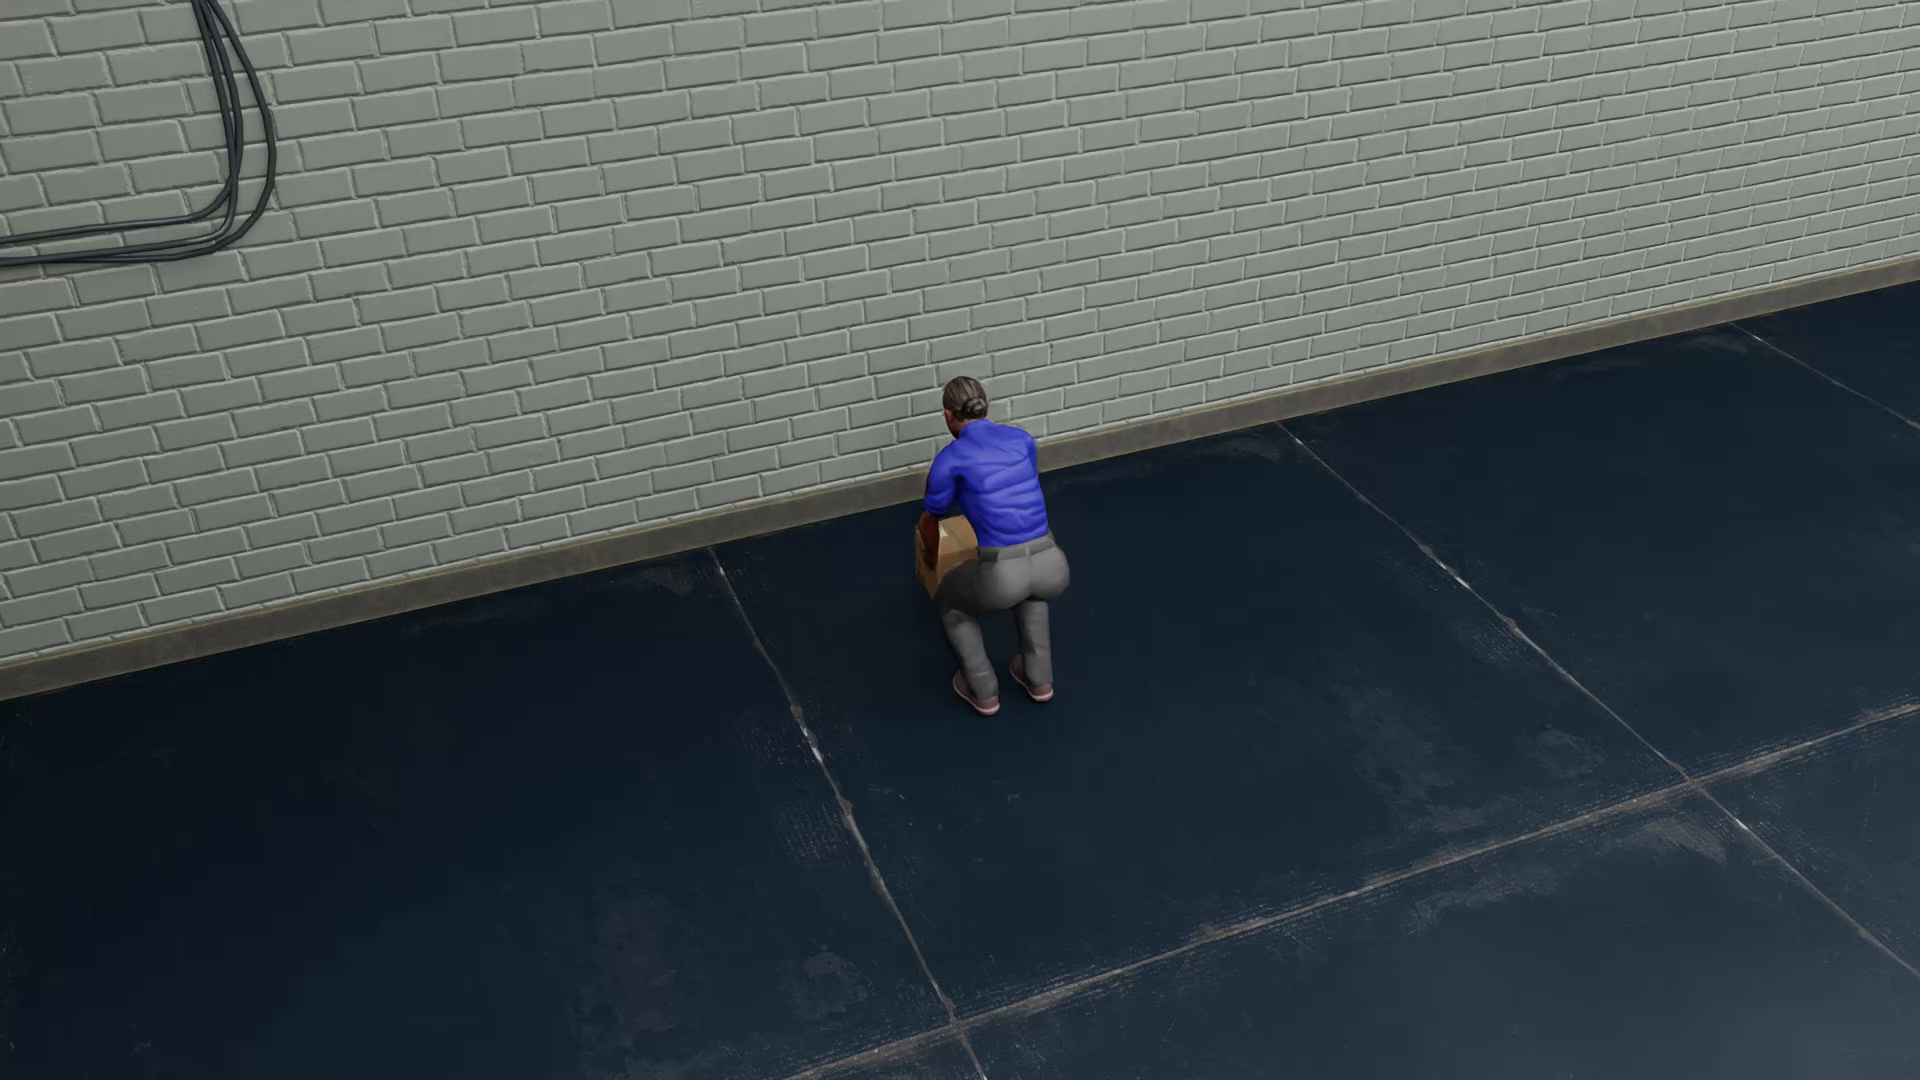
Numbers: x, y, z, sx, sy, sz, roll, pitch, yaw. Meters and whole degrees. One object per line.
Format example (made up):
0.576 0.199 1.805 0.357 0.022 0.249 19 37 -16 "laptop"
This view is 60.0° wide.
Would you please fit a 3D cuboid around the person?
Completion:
0.115 0.056 6.411 0.498 1.280 0.682 -13 36 -19 "person"
